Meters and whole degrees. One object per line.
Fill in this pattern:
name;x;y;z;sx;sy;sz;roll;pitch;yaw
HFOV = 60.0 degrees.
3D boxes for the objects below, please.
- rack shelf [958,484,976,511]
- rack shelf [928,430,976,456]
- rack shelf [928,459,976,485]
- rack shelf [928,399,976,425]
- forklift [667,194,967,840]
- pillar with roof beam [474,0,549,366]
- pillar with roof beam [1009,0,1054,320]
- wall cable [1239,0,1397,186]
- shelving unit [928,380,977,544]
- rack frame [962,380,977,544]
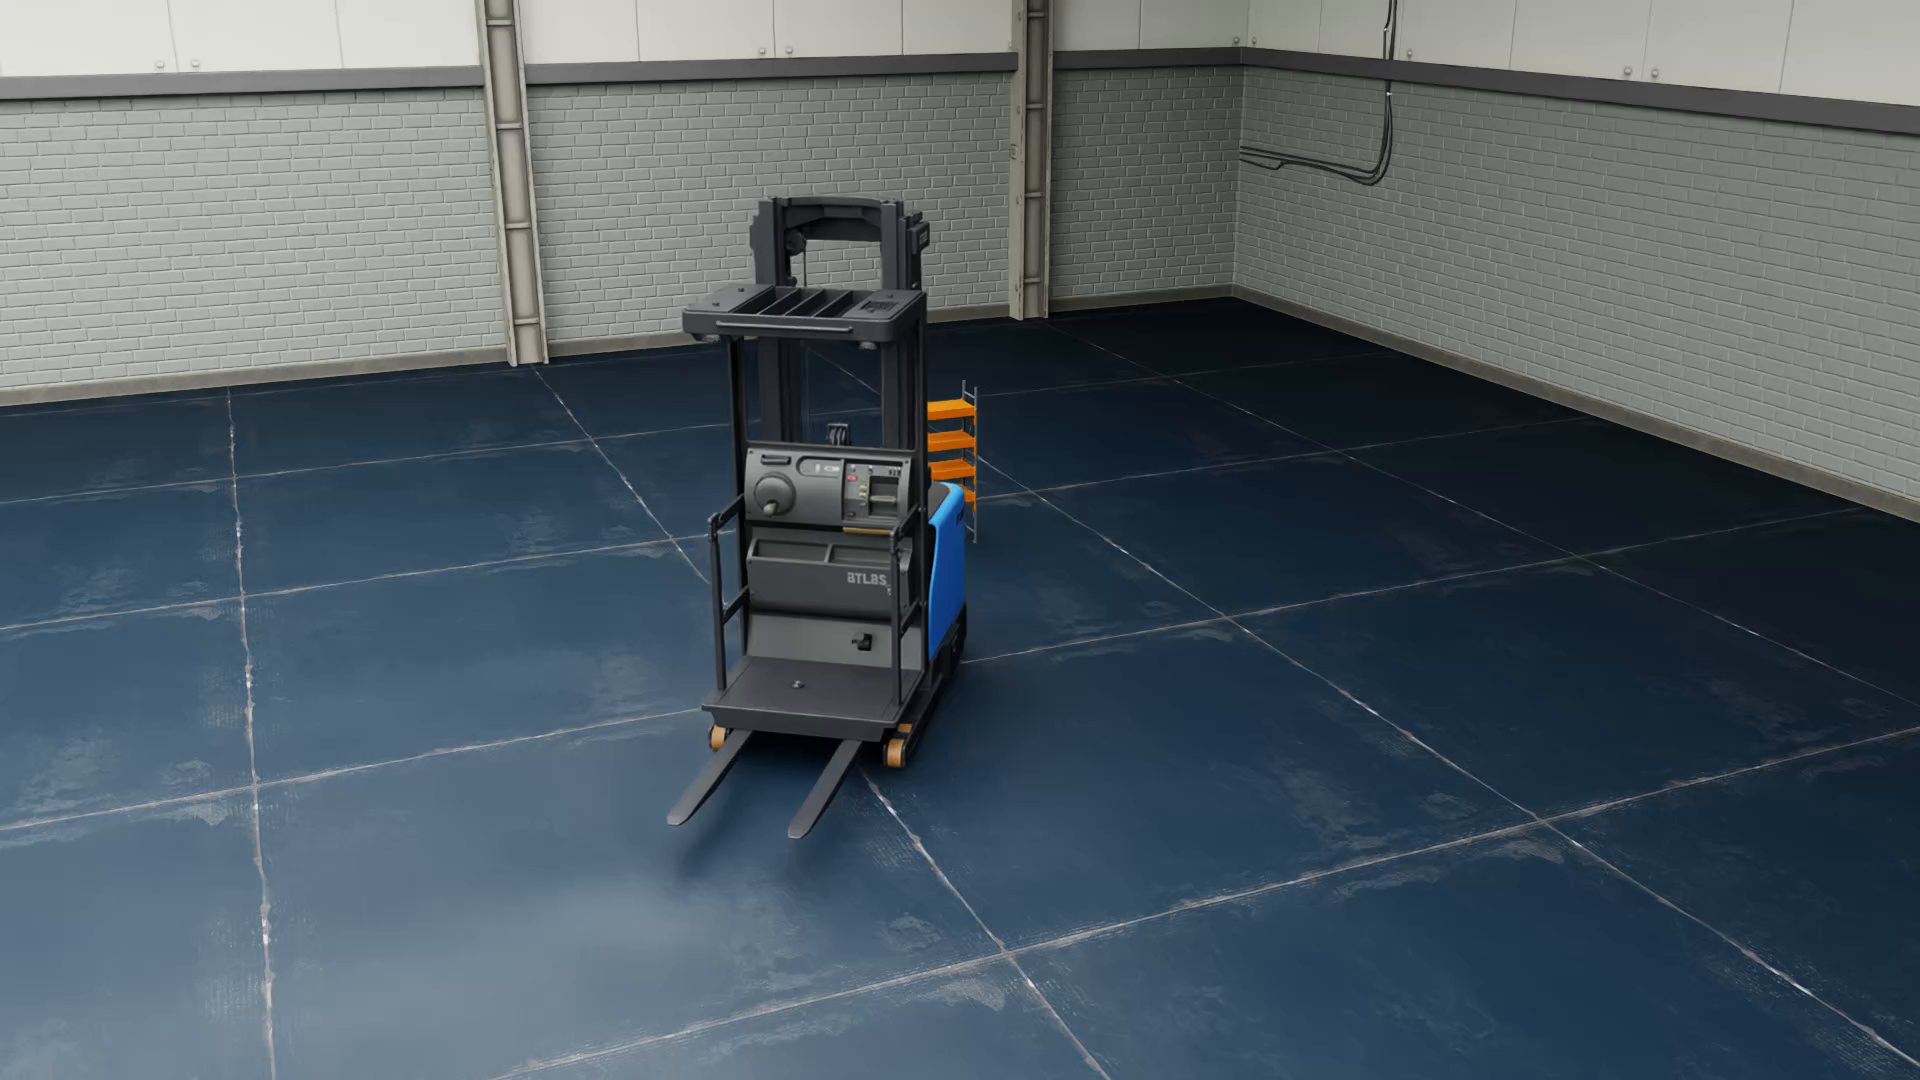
rack shelf;-0.152;-0.293;12.349;0.480;0.148;0.258;-8;21;-22
rack shelf;-0.152;-0.692;12.209;0.480;0.148;0.258;-8;21;-22
rack shelf;-0.152;-0.481;12.283;0.480;0.148;0.258;-8;21;-22
rack shelf;-0.152;-0.915;12.130;0.480;0.148;0.258;-8;21;-22
forklift;-0.767;-0.278;8.898;1.130;2.935;3.031;4;20;11
pillar with roof beam;-2.970;-4.864;12.785;0.400;9.000;9.100;-8;21;-22
pillar with roof beam;2.539;-5.653;15.027;0.400;9.000;9.100;-8;21;-22
wall cable;4.063;-5.485;19.227;0.112;2.526;3.097;-8;21;-22
shelving unit;-0.152;-0.544;12.261;0.503;1.200;0.258;-8;21;-22
rack frame;0.072;-0.576;12.352;0.015;1.200;0.240;-8;21;-22
